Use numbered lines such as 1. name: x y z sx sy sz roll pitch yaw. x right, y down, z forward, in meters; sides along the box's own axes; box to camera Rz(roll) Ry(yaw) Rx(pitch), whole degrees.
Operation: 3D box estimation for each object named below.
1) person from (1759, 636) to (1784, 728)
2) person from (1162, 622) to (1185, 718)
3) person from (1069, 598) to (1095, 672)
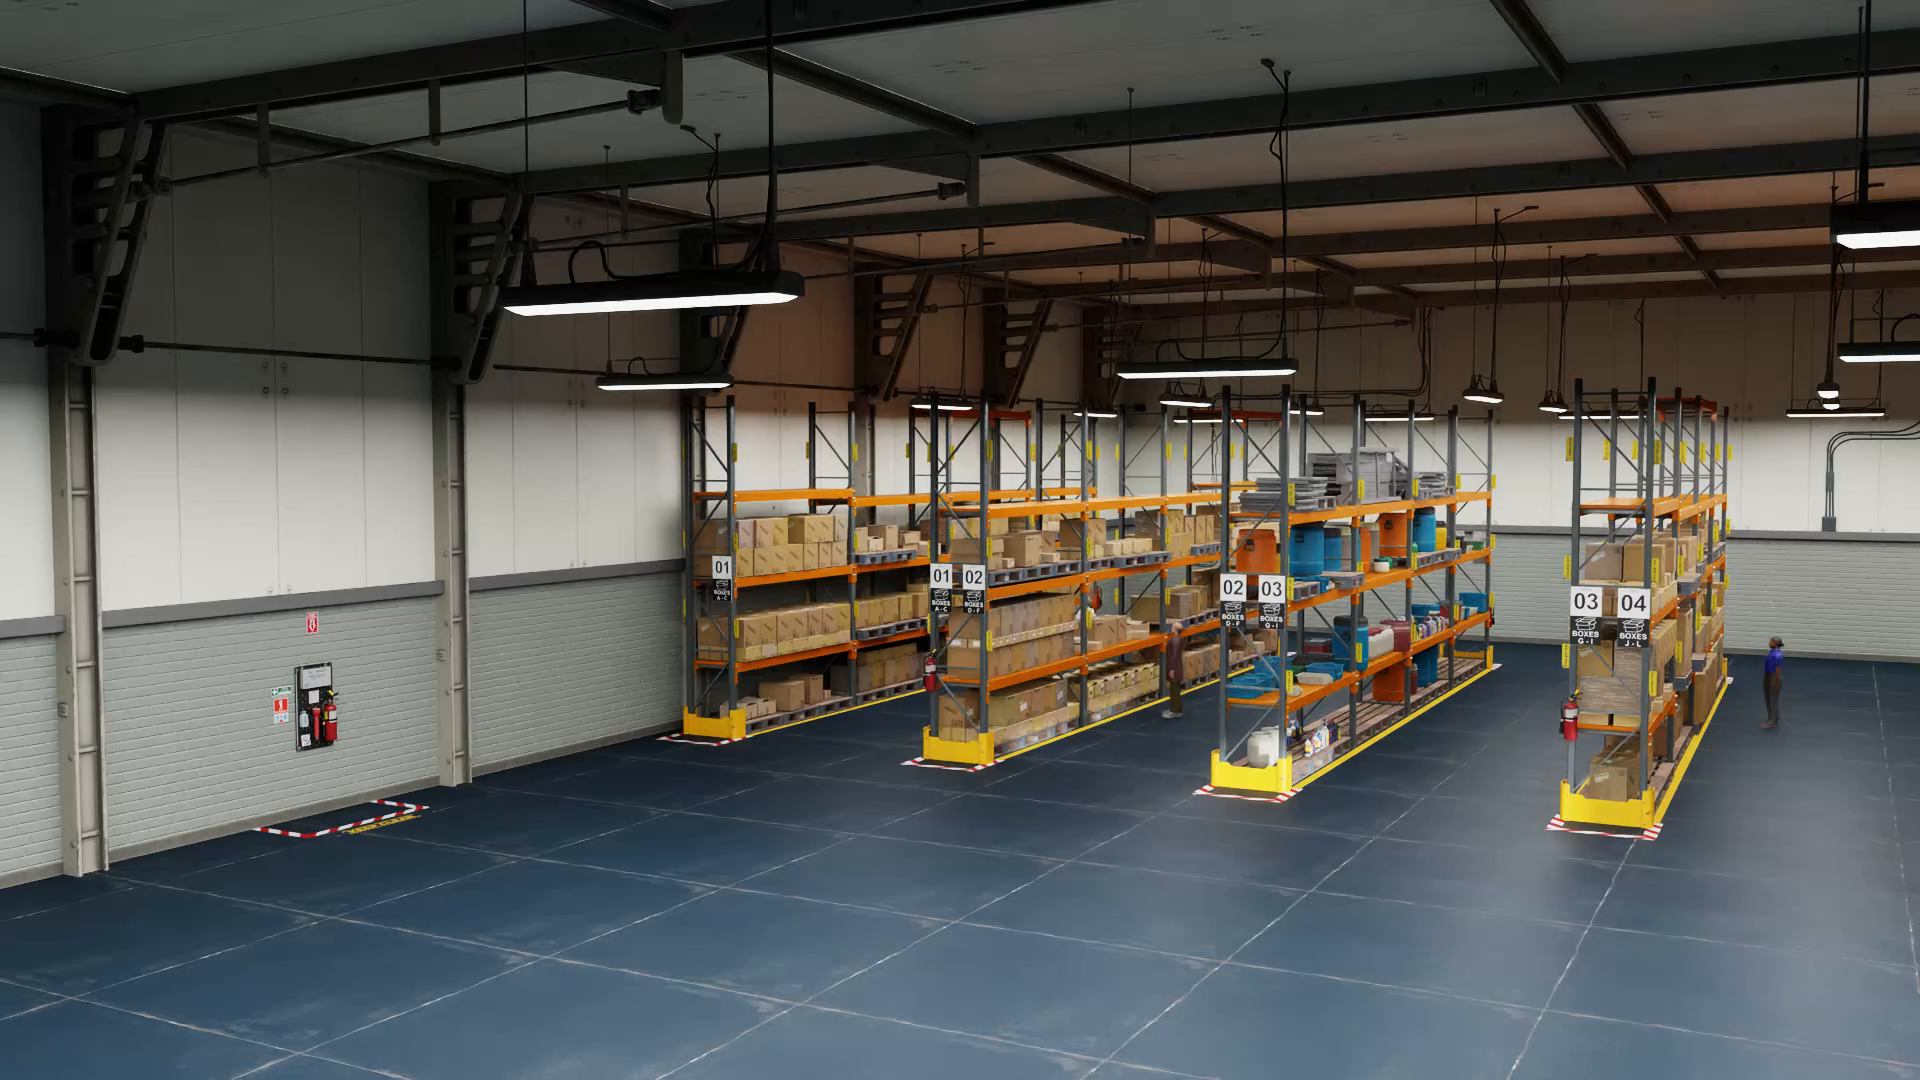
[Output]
1. person: 14.833 2.587 30.417 0.525 1.665 0.456 0 3 -8
2. person: 4.040 2.447 31.472 0.424 1.786 0.617 0 3 5
3. person: 2.772 2.086 36.873 0.554 1.615 1.028 2 3 28
